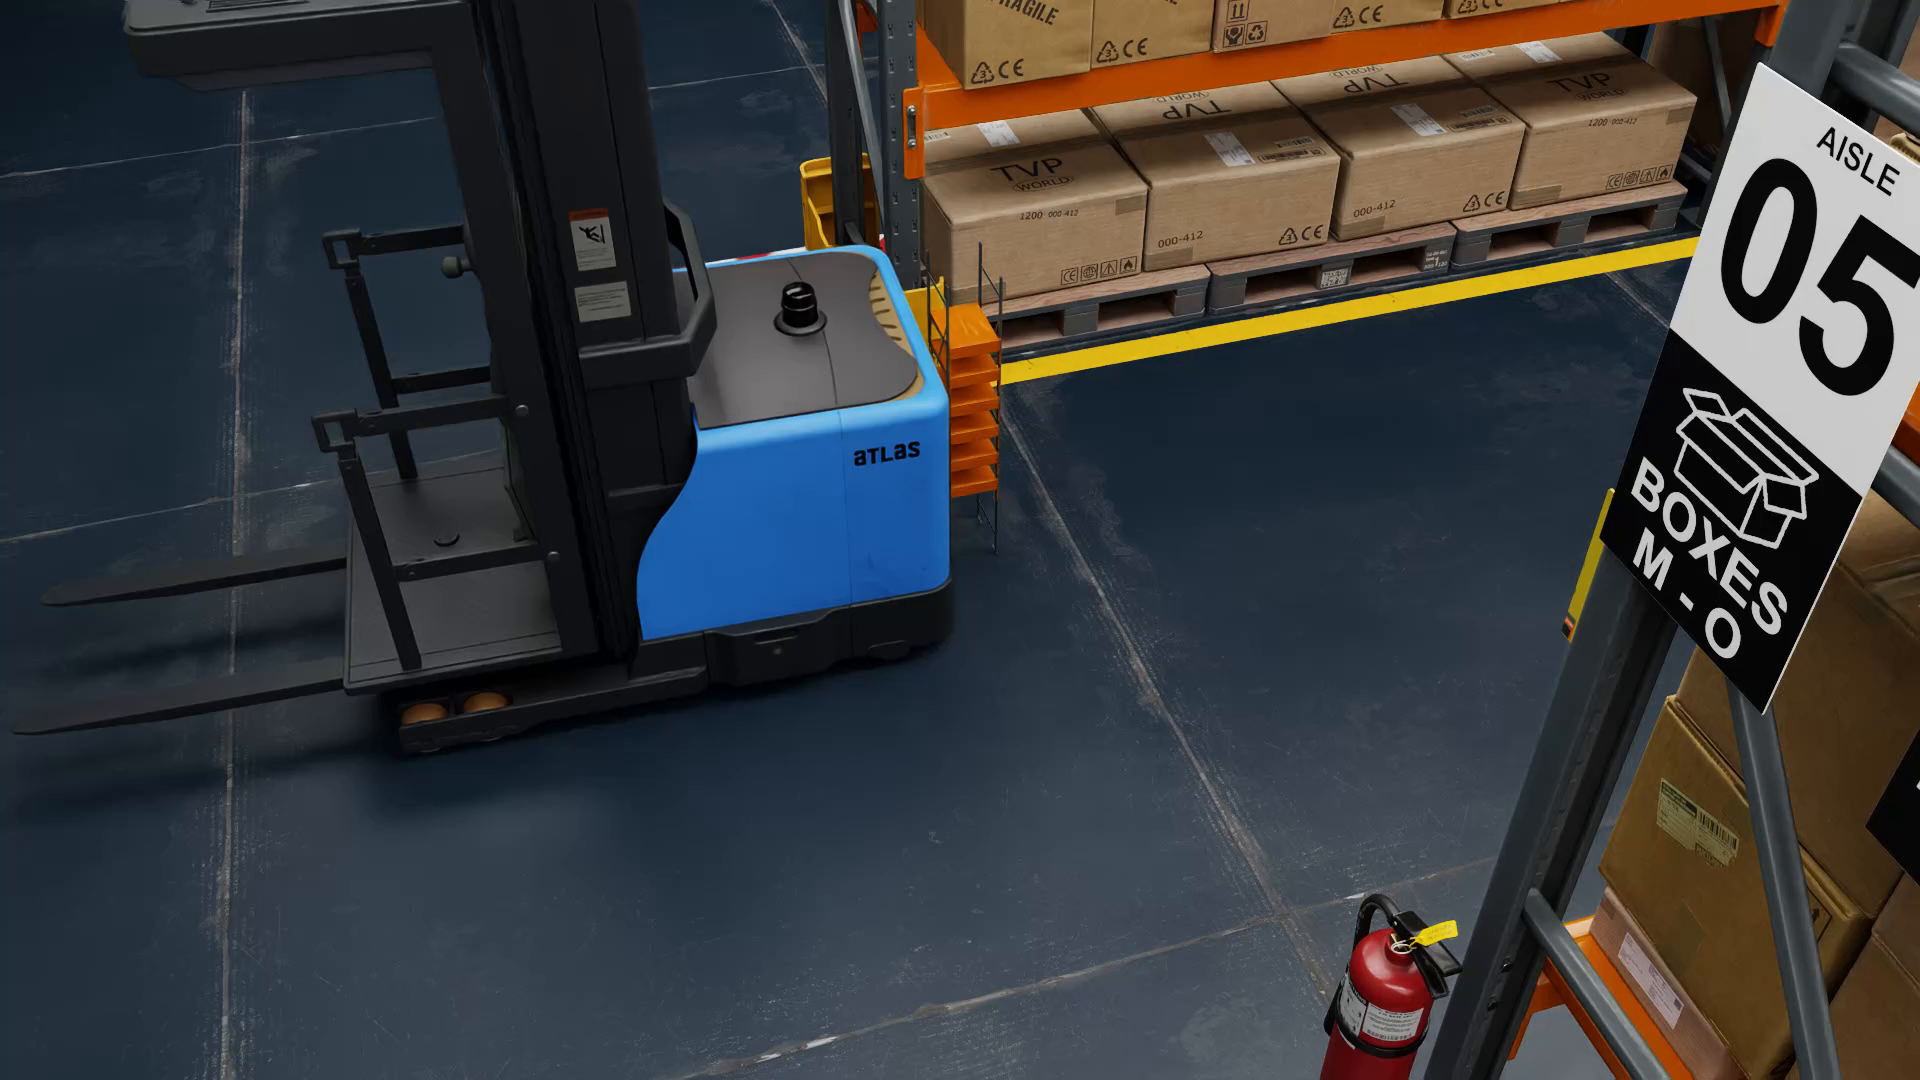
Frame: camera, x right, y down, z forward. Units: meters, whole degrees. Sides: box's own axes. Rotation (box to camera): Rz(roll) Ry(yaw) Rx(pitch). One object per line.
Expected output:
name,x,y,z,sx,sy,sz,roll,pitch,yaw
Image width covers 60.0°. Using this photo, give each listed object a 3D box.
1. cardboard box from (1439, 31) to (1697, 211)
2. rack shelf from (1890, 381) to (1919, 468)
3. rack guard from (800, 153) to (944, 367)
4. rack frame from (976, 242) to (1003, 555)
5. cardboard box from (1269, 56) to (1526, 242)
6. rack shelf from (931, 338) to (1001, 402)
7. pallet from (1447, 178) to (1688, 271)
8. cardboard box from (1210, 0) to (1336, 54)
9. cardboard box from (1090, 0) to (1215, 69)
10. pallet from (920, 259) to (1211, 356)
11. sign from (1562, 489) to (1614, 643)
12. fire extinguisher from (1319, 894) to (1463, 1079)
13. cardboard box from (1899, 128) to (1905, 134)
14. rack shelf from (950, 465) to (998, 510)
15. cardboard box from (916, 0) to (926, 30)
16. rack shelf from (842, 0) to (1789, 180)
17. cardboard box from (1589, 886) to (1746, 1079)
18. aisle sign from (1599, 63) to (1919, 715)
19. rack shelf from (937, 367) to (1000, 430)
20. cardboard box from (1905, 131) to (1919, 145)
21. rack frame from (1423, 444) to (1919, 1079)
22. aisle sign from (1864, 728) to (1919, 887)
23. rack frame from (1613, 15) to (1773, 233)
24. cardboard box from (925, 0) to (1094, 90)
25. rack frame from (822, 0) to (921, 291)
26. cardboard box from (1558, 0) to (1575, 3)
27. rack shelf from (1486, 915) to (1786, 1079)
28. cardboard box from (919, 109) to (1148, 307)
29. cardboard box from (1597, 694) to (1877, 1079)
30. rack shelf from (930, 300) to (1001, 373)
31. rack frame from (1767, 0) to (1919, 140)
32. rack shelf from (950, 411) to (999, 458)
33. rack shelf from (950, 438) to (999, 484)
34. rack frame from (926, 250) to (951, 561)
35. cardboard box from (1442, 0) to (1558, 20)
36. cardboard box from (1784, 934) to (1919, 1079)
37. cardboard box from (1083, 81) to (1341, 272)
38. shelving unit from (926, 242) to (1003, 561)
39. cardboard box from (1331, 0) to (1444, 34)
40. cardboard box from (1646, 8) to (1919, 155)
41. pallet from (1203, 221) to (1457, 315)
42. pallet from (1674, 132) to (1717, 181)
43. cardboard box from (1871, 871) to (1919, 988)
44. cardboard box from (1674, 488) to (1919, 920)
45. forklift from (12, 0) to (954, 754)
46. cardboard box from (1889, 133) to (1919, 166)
cardboard box,2.819,-2.037,7.930,0.875,0.438,0.875,-12,43,-14
rack shelf,3.126,-0.278,2.555,4.000,0.370,1.077,-12,42,-13
rack guard,-0.388,-1.164,7.202,0.348,0.500,1.175,-12,42,-13
rack frame,0.101,-0.473,5.879,0.006,1.200,0.240,-12,42,-13
cardboard box,1.965,-1.860,7.727,0.875,0.438,0.875,-13,43,-14
rack shelf,0.014,-0.602,5.730,0.180,0.103,0.258,-12,42,-13
pallet,2.701,-1.749,8.092,1.213,0.211,1.003,-12,42,-13
cardboard box,1.144,-2.269,6.492,0.500,0.500,0.500,-12,43,-13
cardboard box,0.653,-2.180,6.389,0.500,0.500,0.500,-12,43,-14
pallet,0.374,-1.267,7.540,1.213,0.211,1.003,-12,42,-13
sign,1.071,0.069,2.771,0.005,0.325,0.100,-12,42,-13
fire extinguisher,0.839,0.906,3.275,0.183,0.674,0.296,-12,42,-13
cardboard box,4.877,-2.615,8.259,0.875,0.875,0.875,-11,42,-12
rack shelf,0.014,-0.241,6.046,0.180,0.103,0.258,-12,42,-13
cardboard box,0.015,-2.409,6.652,0.500,0.500,0.500,-11,42,-13
rack shelf,1.542,-2.235,7.075,4.000,0.370,1.077,-12,42,-13
cardboard box,1.444,0.829,3.212,0.250,0.149,0.380,-12,42,-13
aisle sign,1.058,-0.177,2.196,0.004,0.787,0.394,-12,42,-13
rack shelf,0.014,-0.512,5.809,0.180,0.103,0.258,-12,42,-13
cardboard box,1.581,-0.536,2.038,0.500,0.250,0.500,-13,43,-14
rack frame,1.218,0.976,2.853,0.127,3.000,1.000,-12,42,-13
aisle sign,1.239,0.200,1.765,0.004,0.787,0.394,-12,42,-13
rack frame,3.450,-2.901,7.290,0.127,3.000,1.000,-12,42,-13
cardboard box,0.179,-2.063,6.255,0.500,0.500,0.500,-12,43,-13
rack frame,-0.365,-2.110,6.385,0.127,3.000,1.000,-12,42,-13
cardboard box,2.595,-2.581,6.849,0.500,0.500,0.500,-13,43,-14
rack shelf,3.126,0.852,3.542,4.000,0.370,1.077,-12,42,-13
cardboard box,0.234,-1.497,7.311,0.875,0.438,0.875,-13,43,-15
cardboard box,1.569,0.576,3.008,0.500,0.500,0.500,-11,42,-12
rack shelf,0.014,-0.692,5.651,0.180,0.103,0.258,-12,42,-13
rack frame,1.218,-1.283,0.879,0.127,3.000,1.000,-12,42,-13
rack shelf,0.014,-0.421,5.888,0.180,0.103,0.258,-12,42,-13
rack shelf,0.014,-0.331,5.967,0.180,0.103,0.258,-12,42,-13
rack frame,-0.073,-0.437,5.838,0.006,1.200,0.240,-12,42,-13
cardboard box,2.120,-2.473,6.724,0.500,0.500,0.500,-12,43,-14
cardboard box,1.729,0.911,2.625,0.500,0.500,0.500,-10,42,-11
cardboard box,1.105,-1.683,7.524,0.875,0.438,0.875,-11,42,-12
shelving unit,0.014,-0.455,5.859,0.189,1.200,0.258,-12,42,-13
cardboard box,1.616,-2.379,6.617,0.500,0.500,0.500,-10,42,-12
cardboard box,4.017,-2.431,8.049,0.875,0.875,0.875,-10,42,-12
pallet,1.536,-1.506,7.813,1.213,0.211,1.003,-12,42,-13
pallet,4.163,-2.050,8.436,1.213,0.211,1.003,-12,42,-13
cardboard box,1.726,0.528,2.304,0.500,0.500,0.500,-12,43,-13
cardboard box,1.580,0.203,2.675,0.500,0.500,0.500,-13,43,-14
forklift,-1.596,-0.793,4.930,3.031,2.935,1.130,-10,42,-11
cardboard box,1.573,-0.353,2.208,0.500,0.250,0.500,-13,43,-14
